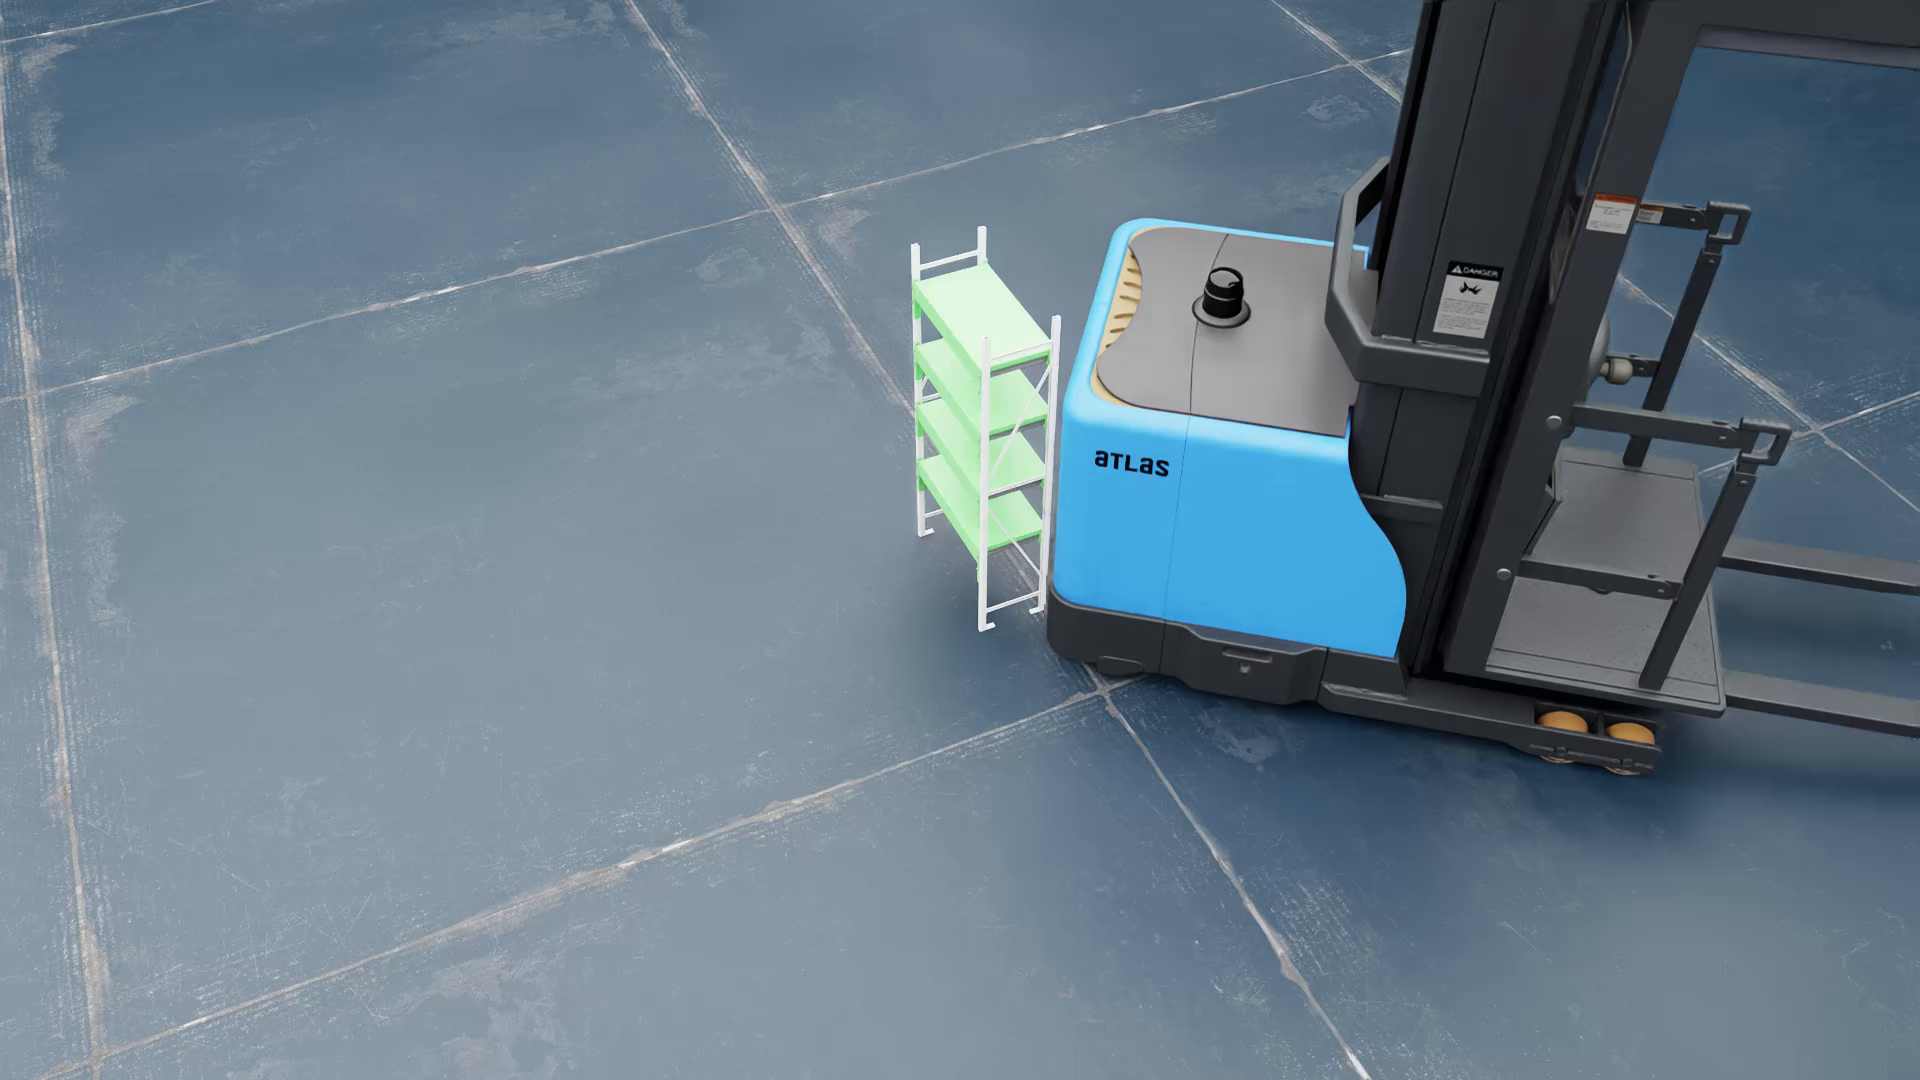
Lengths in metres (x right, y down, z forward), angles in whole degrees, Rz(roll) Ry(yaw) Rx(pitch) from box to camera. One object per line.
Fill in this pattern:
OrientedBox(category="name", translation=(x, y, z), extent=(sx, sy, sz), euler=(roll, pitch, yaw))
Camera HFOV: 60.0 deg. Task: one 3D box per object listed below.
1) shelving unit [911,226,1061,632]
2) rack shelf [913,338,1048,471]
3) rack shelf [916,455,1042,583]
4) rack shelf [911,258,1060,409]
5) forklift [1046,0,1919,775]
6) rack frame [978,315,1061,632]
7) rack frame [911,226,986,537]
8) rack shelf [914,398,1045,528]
OrientedBox(category="shelving unit", translation=(0.070, -0.322, 5.222), extent=(0.258, 1.200, 0.503), euler=(-18, 47, -17))
OrientedBox(category="rack shelf", translation=(0.070, -0.447, 5.098), extent=(0.258, 0.148, 0.480), euler=(-18, 47, -17))
OrientedBox(category="rack shelf", translation=(0.070, -0.105, 5.435), extent=(0.258, 0.148, 0.480), euler=(-18, 47, -17))
OrientedBox(category="rack shelf", translation=(0.070, -0.618, 4.929), extent=(0.258, 0.148, 0.480), euler=(-18, 47, -17))
OrientedBox(category="forklift", translation=(1.850, -0.746, 4.420), extent=(3.031, 2.935, 1.130), euler=(9, 45, 9))
OrientedBox(category="rack frame", translation=(0.172, -0.166, 5.064), extent=(0.240, 1.200, 0.015), euler=(-18, 47, -17))
OrientedBox(category="rack frame", translation=(-0.033, -0.477, 5.379), extent=(0.240, 1.200, 0.015), euler=(-18, 47, -17))
OrientedBox(category="rack shelf", translation=(0.070, -0.276, 5.267), extent=(0.258, 0.148, 0.480), euler=(-18, 47, -17))
